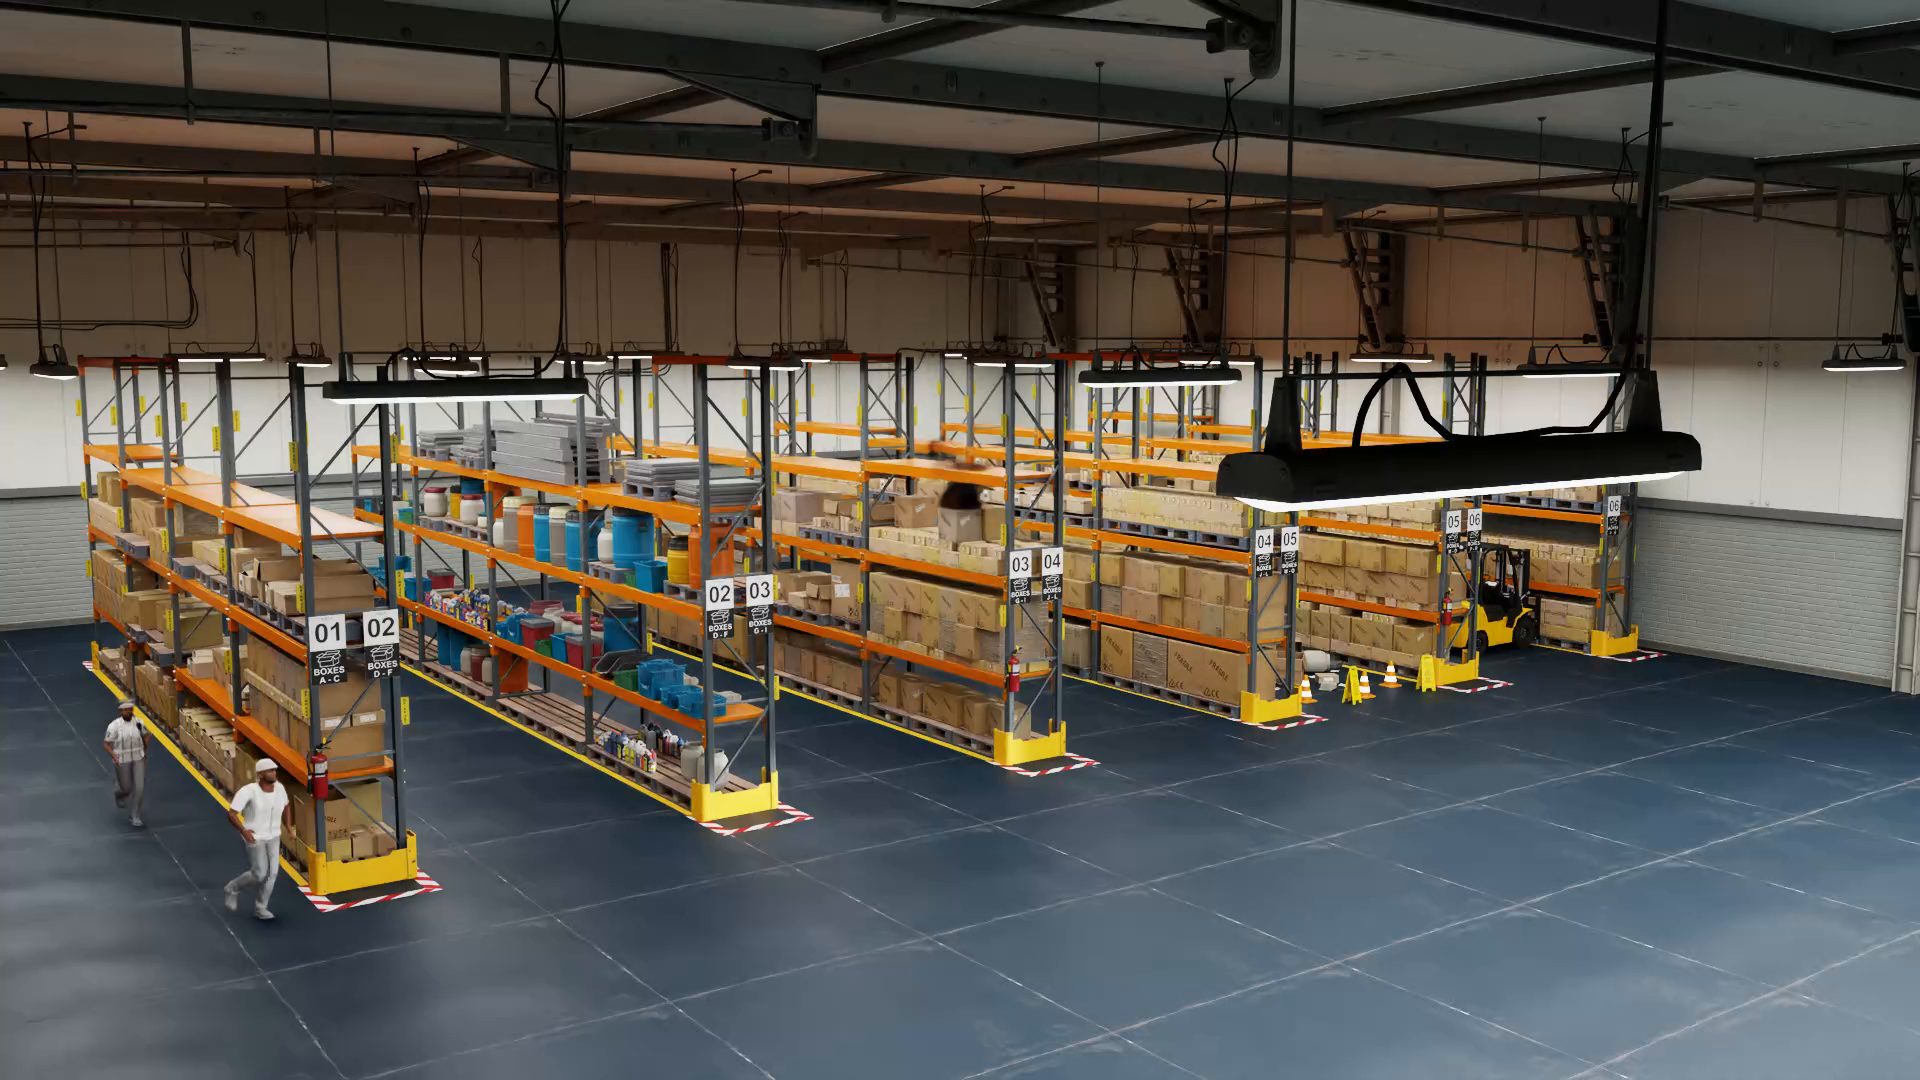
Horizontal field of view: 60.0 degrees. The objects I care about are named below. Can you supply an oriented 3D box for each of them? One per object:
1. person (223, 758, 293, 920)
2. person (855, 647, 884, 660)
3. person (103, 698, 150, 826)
[{"bbox_3d":[-7.697,3.259,18.366,0.649,1.719,0.728,4,8,29],"label":"person"},{"bbox_3d":[-1.722,1.598,32.205,0.592,1.697,0.853,-6,9,-40],"label":"person"},{"bbox_3d":[-10.897,2.879,21.810,0.578,1.670,0.669,-6,9,-41],"label":"person"}]
